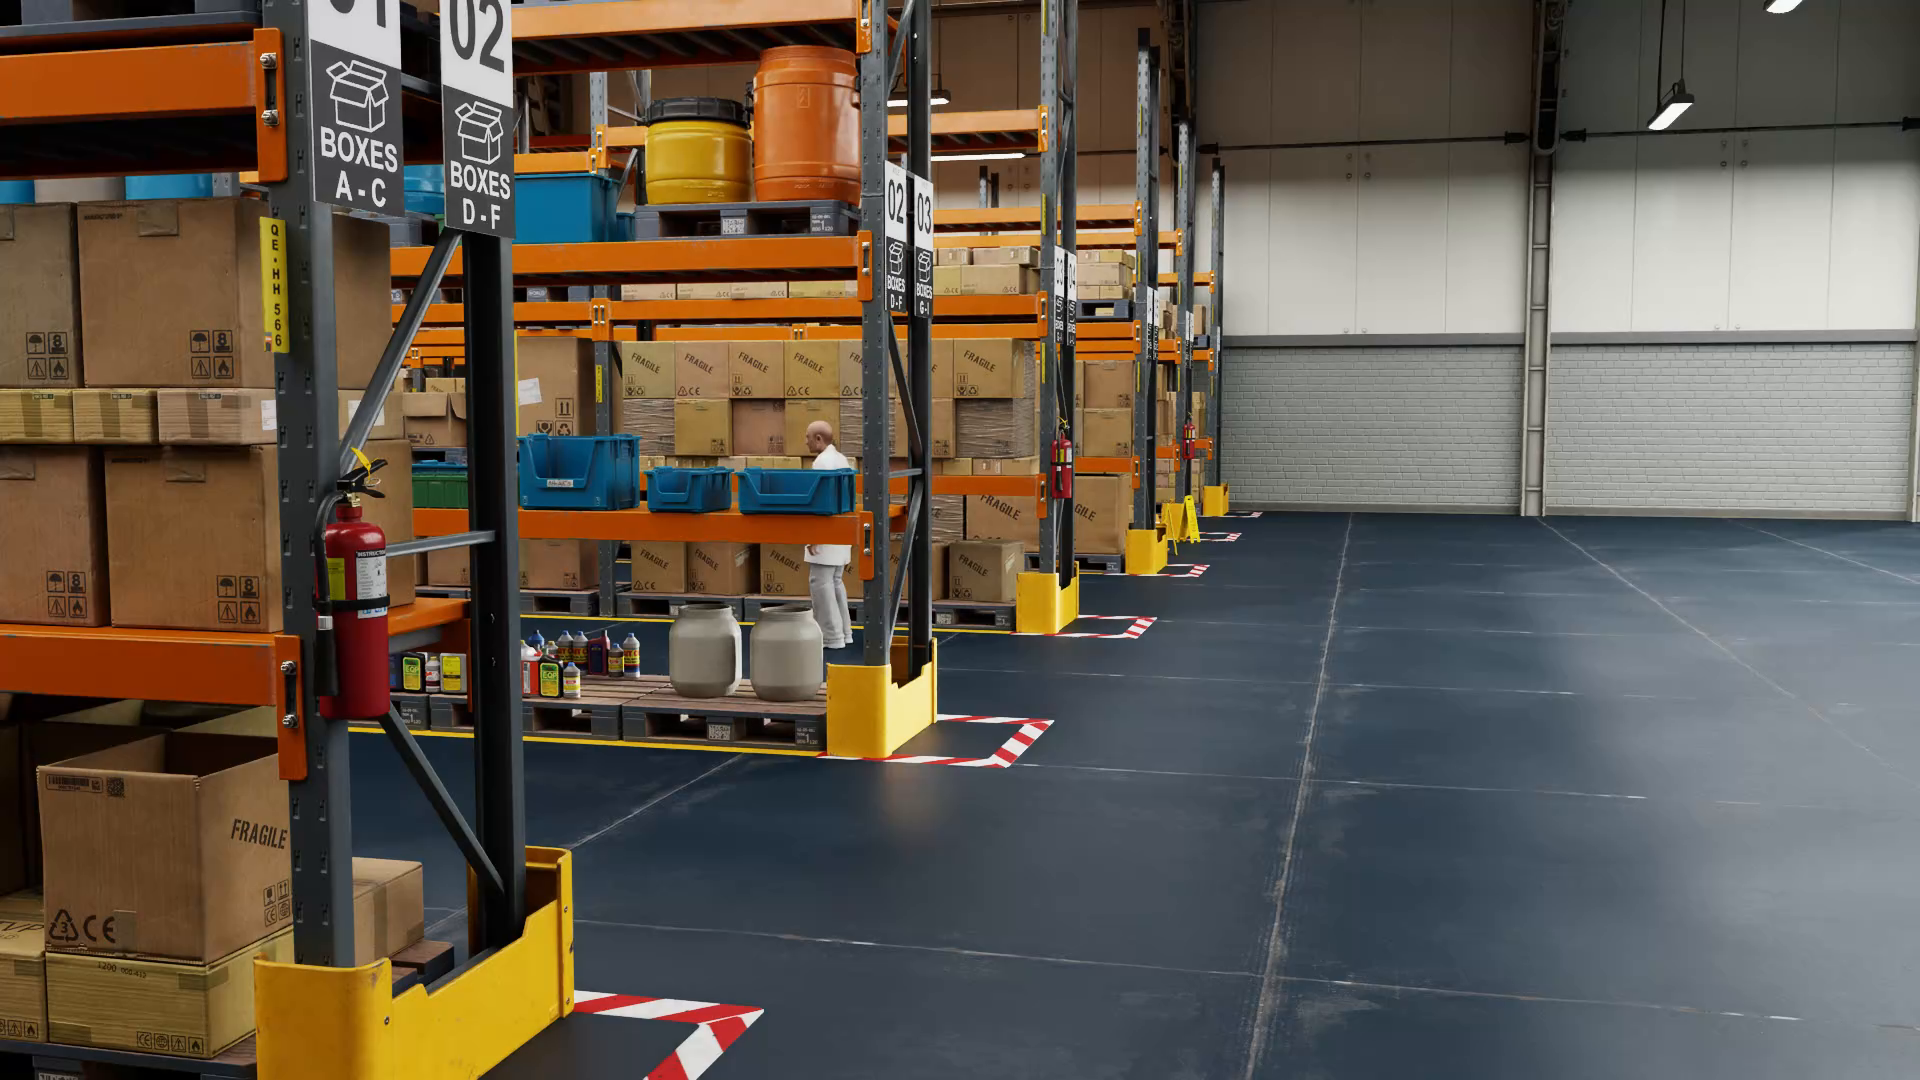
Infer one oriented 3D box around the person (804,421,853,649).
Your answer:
[{"bbox_3d":[-1.042,-0.047,13.023,0.419,1.775,0.655,1,5,11],"label":"person"}]
